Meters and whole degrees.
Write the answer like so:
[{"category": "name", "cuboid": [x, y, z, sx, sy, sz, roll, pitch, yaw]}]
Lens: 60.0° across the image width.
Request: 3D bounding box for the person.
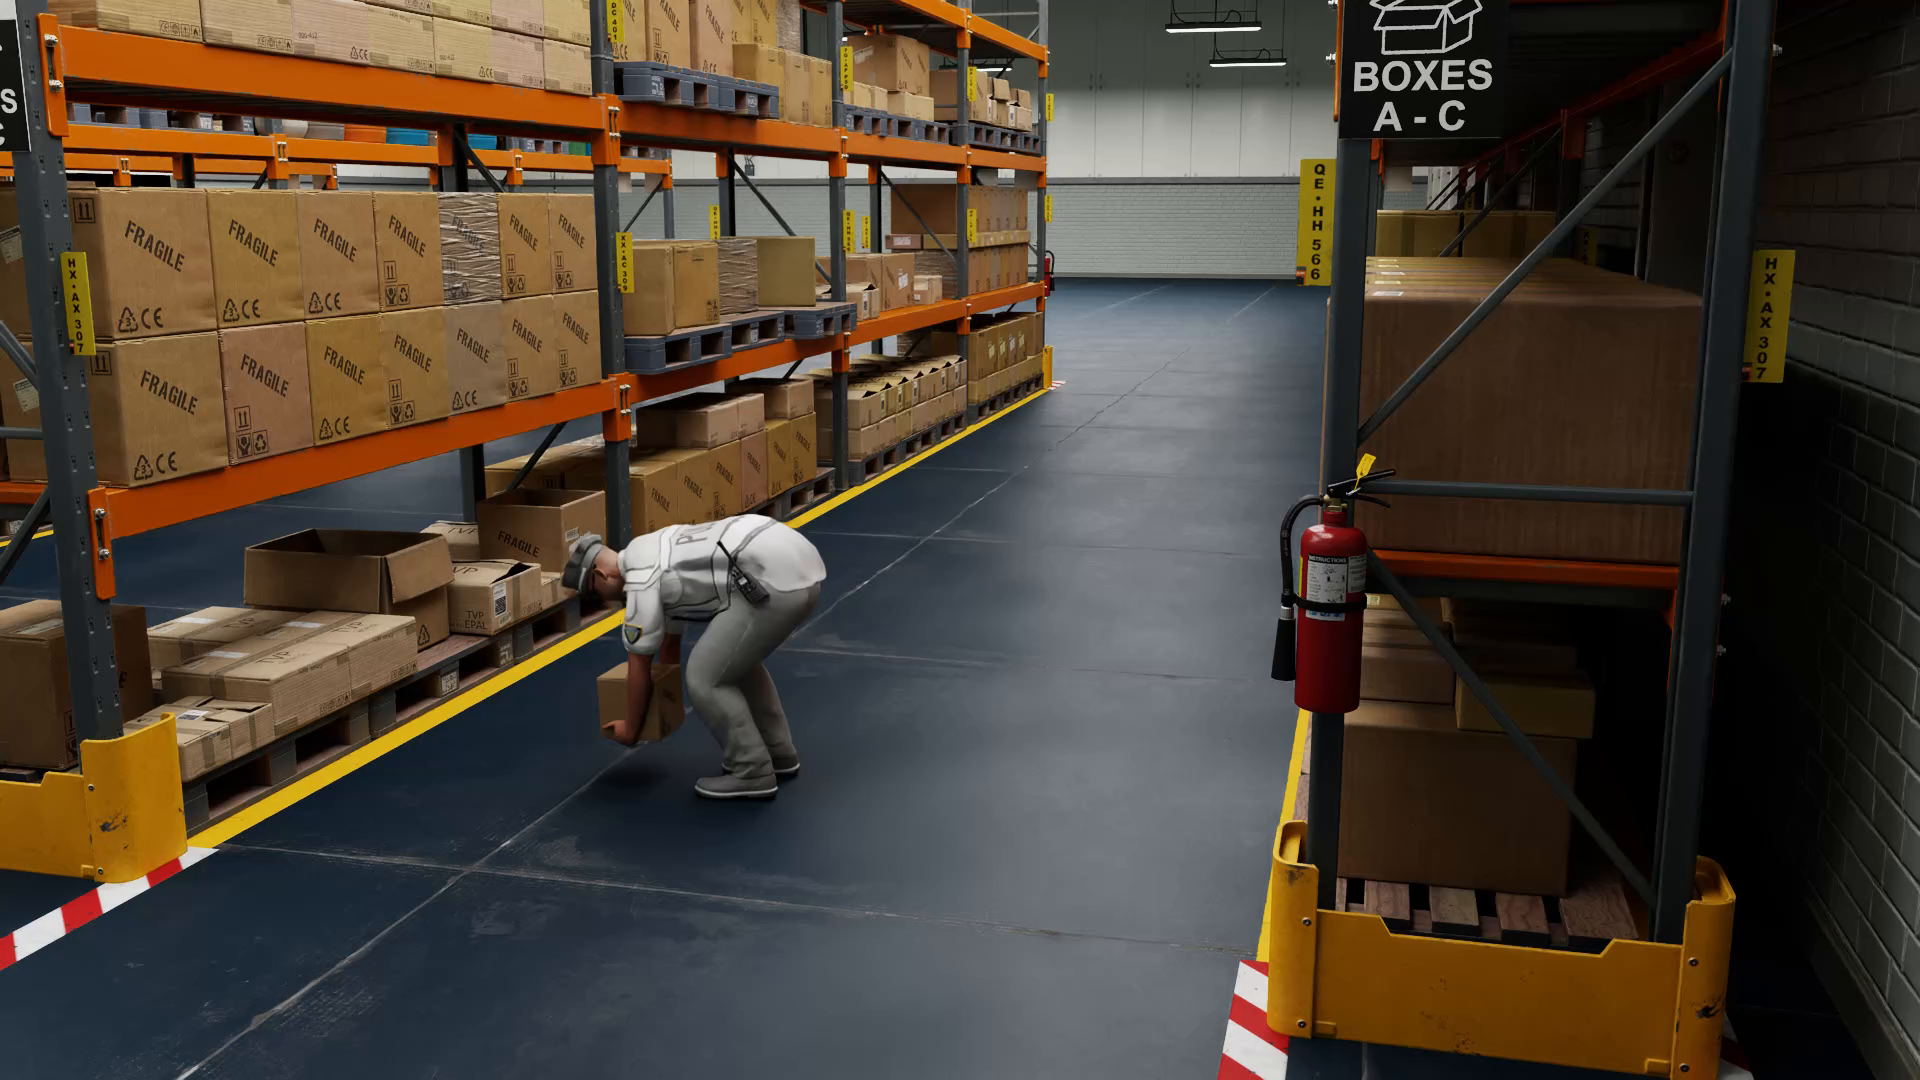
[{"category": "person", "cuboid": [-1.043, 0.433, 6.515, 1.042, 1.069, 0.515, 2, 12, 11]}]
